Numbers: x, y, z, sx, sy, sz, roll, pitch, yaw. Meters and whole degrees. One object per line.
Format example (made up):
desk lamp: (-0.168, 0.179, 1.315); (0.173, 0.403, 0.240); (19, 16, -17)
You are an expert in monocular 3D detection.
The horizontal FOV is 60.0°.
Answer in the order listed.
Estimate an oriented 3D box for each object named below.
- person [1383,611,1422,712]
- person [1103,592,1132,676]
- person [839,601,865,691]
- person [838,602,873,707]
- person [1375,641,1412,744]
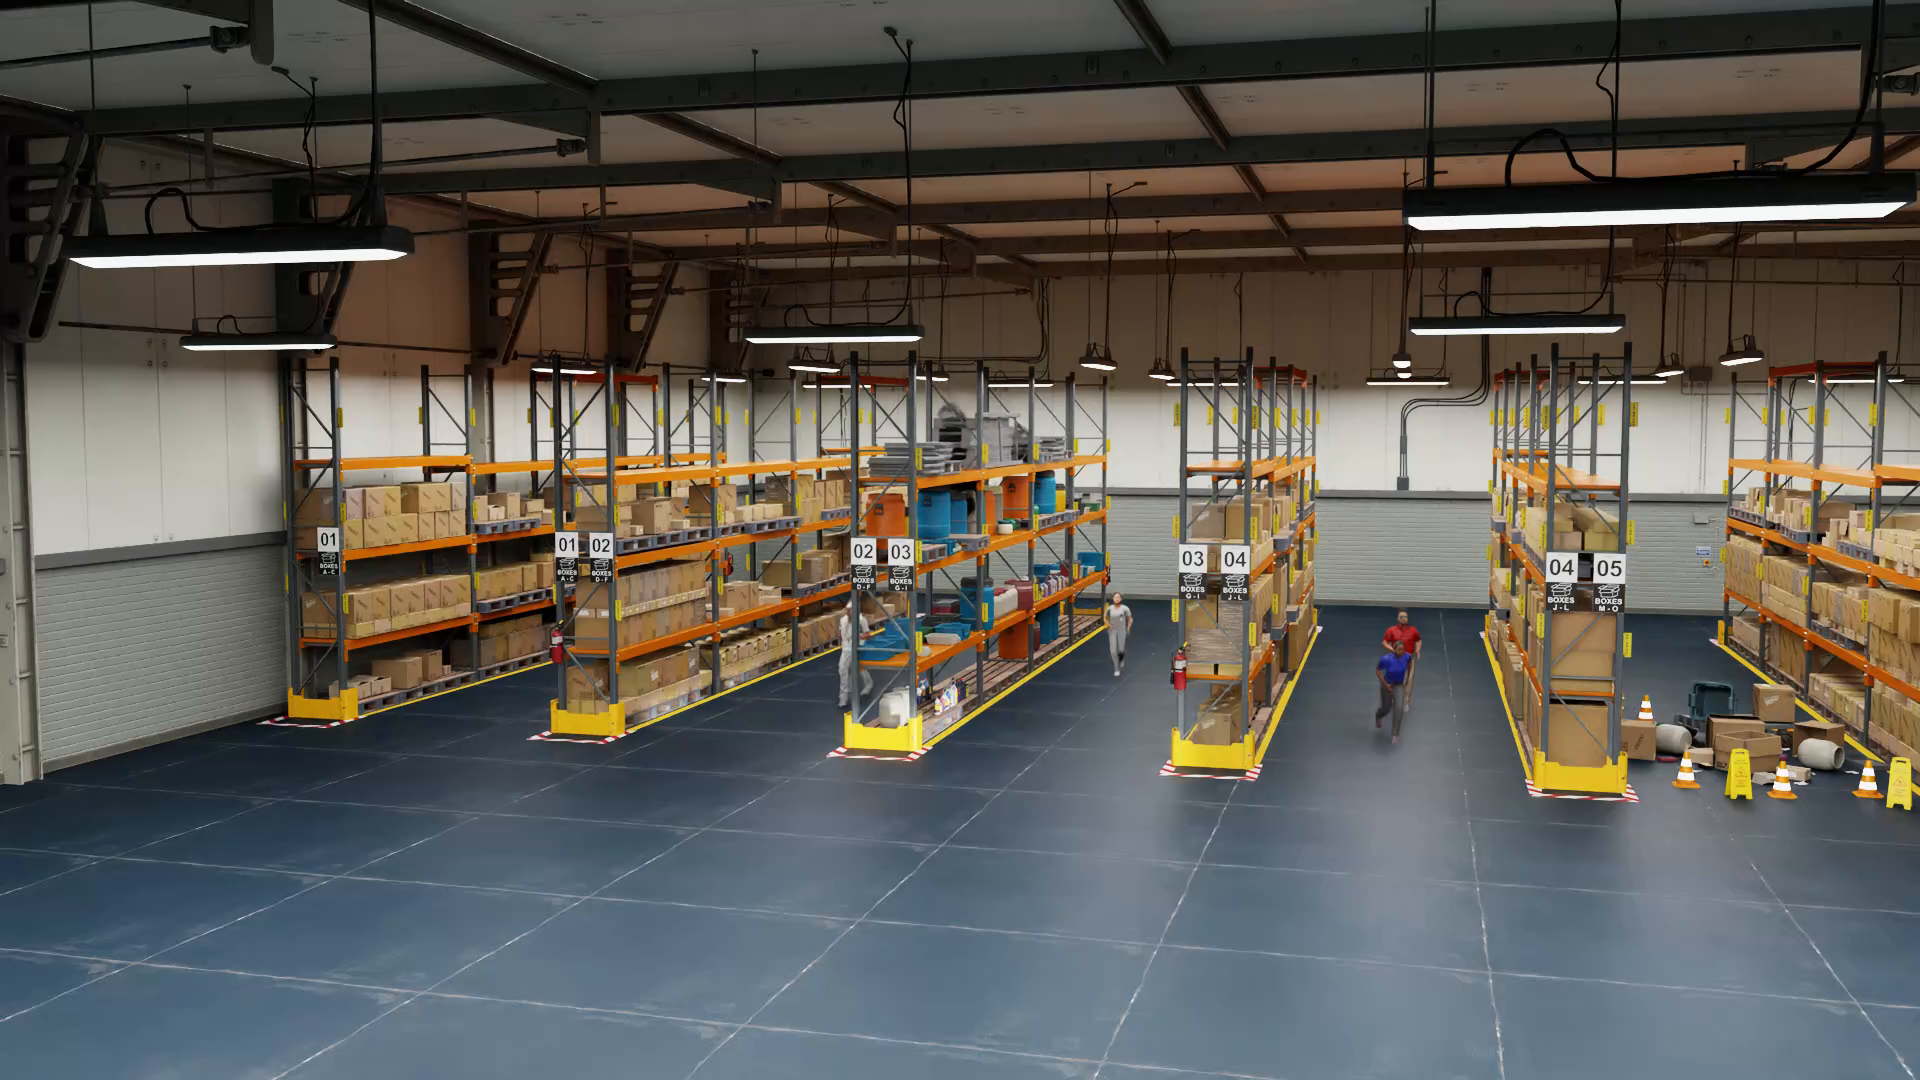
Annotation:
person: (7.597, 2.063, 28.542); (0.674, 1.682, 0.782); (0, 4, 6)
person: (3.063, 1.825, 32.348); (0.564, 1.623, 0.552); (1, 4, 9)
person: (-1.951, 1.937, 30.531); (0.562, 1.650, 0.589); (0, 4, 6)
person: (-1.809, 1.989, 29.212); (0.632, 1.840, 1.006); (2, 5, 24)
person: (6.729, 2.328, 25.991); (0.601, 1.615, 0.956); (-1, 4, -11)
